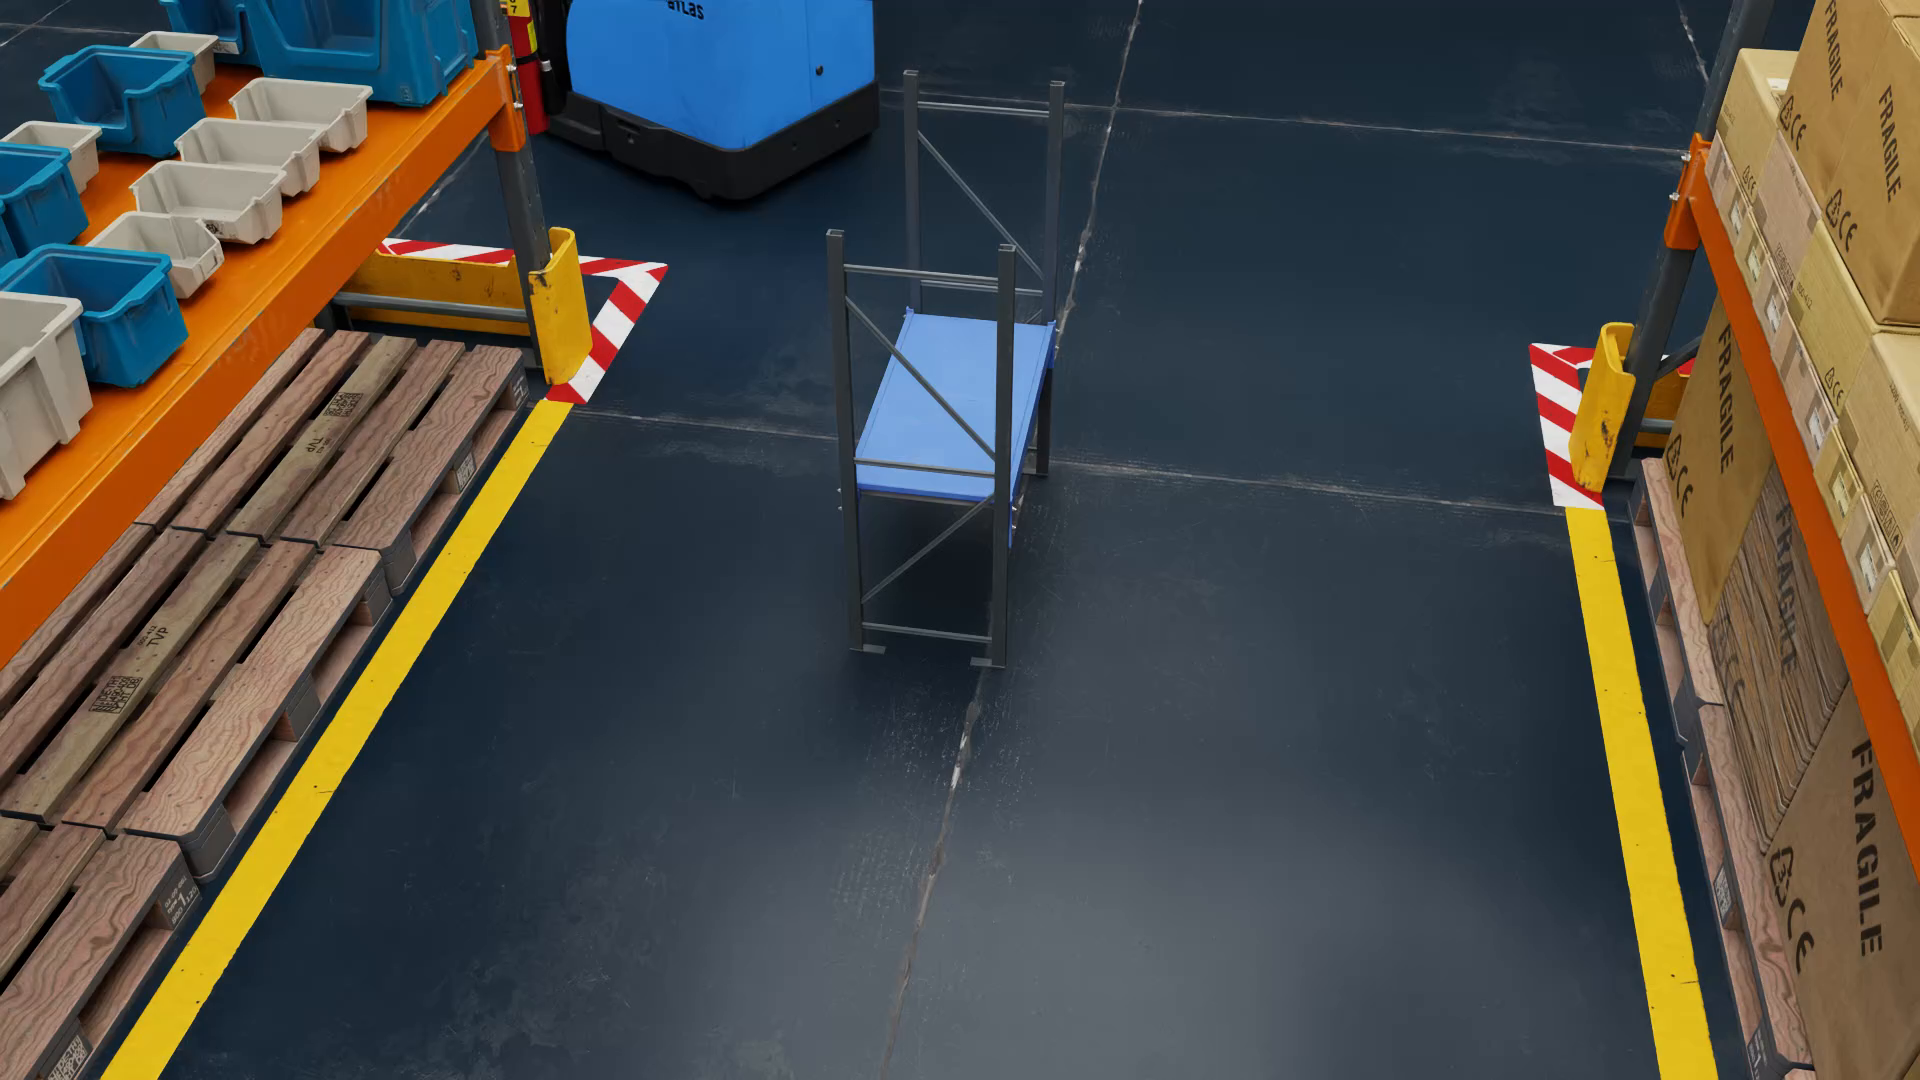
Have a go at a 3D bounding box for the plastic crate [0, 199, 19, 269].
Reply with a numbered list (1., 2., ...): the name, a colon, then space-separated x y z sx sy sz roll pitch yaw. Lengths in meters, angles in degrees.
1. plastic crate: -2.711 -0.734 4.368 0.416 0.233 0.300 6 40 8

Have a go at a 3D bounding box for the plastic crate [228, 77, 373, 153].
1. plastic crate: -2.027 -1.298 5.126 0.396 0.136 0.243 6 40 8

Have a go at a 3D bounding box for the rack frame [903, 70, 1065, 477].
1. rack frame: 0.073 -0.844 5.593 0.500 1.500 0.032 6 40 8

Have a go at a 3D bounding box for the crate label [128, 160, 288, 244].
1. crate label: -2.116 -0.941 4.693 0.396 0.136 0.243 6 40 8

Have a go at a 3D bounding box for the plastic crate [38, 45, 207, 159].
1. plastic crate: -2.546 -1.335 5.095 0.416 0.233 0.300 6 40 8

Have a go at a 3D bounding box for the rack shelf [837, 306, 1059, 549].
1. rack shelf: -0.015 -0.386 5.322 0.538 0.185 1.000 6 40 8

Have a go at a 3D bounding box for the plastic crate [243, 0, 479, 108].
1. plastic crate: -1.939 -1.715 5.395 0.616 0.435 0.499 6 40 8

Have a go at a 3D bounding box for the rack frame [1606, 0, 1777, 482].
1. rack frame: 2.814 -1.362 5.044 1.000 3.000 0.127 6 40 8

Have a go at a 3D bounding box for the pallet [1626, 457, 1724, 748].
1. pallet: 2.752 0.223 5.315 1.003 0.211 1.213 6 40 8

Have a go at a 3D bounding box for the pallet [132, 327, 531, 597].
1. pallet: -2.246 -0.321 5.972 1.003 0.211 1.213 6 40 8

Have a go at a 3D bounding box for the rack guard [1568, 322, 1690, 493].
1. rack guard: 2.818 -0.414 5.859 1.175 0.500 0.348 6 40 8

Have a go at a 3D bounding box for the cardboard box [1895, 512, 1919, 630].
1. cardboard box: 2.115 0.140 3.111 0.500 0.250 0.500 7 40 9

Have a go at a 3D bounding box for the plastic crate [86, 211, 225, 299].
1. plastic crate: -2.149 -0.753 4.466 0.298 0.136 0.250 6 40 8

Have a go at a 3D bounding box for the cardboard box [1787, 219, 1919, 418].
1. cardboard box: 2.291 -0.506 3.892 0.500 0.250 0.500 5 40 6

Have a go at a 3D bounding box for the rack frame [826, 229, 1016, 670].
1. rack frame: -0.103 -0.205 4.821 0.500 1.500 0.032 6 40 8

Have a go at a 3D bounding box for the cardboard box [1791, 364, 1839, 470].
1. cardboard box: 2.207 -0.272 3.922 0.380 0.149 0.250 6 40 7

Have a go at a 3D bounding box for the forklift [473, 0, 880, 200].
1. forklift: -1.868 -3.431 7.600 3.031 2.935 1.130 26 46 28

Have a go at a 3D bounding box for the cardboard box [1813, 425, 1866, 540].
1. cardboard box: 2.162 -0.114 3.731 0.380 0.149 0.250 5 40 7

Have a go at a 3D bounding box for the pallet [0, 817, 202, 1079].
1. pallet: -2.668 1.211 4.120 1.003 0.211 1.213 6 40 8

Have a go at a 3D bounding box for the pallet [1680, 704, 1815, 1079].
1. pallet: 2.539 0.986 4.392 1.003 0.211 1.213 6 40 8

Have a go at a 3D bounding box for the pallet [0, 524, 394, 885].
1. pallet: -2.459 0.443 5.049 1.003 0.211 1.213 6 40 8

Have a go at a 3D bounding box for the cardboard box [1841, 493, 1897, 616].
1. cardboard box: 2.119 0.051 3.531 0.380 0.149 0.250 7 40 8

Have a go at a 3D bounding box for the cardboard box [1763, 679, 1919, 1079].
1. cardboard box: 2.470 0.835 3.724 0.875 0.875 0.875 6 40 8

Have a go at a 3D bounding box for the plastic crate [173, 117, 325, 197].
1. plastic crate: -2.092 -1.118 4.908 0.396 0.136 0.243 6 40 8

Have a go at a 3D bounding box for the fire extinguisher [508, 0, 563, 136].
1. fire extinguisher: -1.591 -1.780 5.902 0.296 0.674 0.183 6 40 8

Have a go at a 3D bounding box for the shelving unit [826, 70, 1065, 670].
1. shelving unit: -0.015 -0.524 5.207 0.538 1.500 1.048 6 40 8

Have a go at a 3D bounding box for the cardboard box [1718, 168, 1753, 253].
1. cardboard box: 2.384 -0.918 4.703 0.380 0.149 0.250 6 40 7

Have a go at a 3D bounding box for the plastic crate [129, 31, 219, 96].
1. plastic crate: -2.569 -1.519 5.393 0.250 0.136 0.298 6 40 8

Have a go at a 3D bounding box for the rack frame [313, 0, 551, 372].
1. rack frame: -2.065 -1.909 5.704 1.000 3.000 0.127 6 40 8

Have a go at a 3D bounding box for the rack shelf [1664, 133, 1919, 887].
1. rack shelf: 2.468 0.170 3.755 1.077 0.370 4.000 6 40 8

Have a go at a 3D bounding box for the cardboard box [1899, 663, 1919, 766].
1. cardboard box: 2.029 0.371 3.144 0.380 0.149 0.250 7 40 9

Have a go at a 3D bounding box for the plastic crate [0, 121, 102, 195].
1. plastic crate: -2.686 -1.093 4.878 0.250 0.136 0.298 6 40 8

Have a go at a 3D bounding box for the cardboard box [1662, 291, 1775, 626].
1. cardboard box: 2.782 -0.295 5.091 0.875 0.875 0.875 6 40 8

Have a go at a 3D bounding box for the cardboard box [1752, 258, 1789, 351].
1. cardboard box: 2.296 -0.593 4.311 0.380 0.149 0.250 6 40 7

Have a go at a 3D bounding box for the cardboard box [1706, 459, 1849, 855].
1. cardboard box: 2.624 0.276 4.400 0.875 0.875 0.875 6 40 8

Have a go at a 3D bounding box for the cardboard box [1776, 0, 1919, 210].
1. cardboard box: 2.378 -1.123 4.050 0.500 0.500 0.500 5 40 7

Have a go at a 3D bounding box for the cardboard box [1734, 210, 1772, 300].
1. cardboard box: 2.340 -0.757 4.509 0.380 0.149 0.250 6 40 7

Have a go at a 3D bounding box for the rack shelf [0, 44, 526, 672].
1. rack shelf: -2.411 -0.376 4.415 1.077 0.370 4.000 6 40 8

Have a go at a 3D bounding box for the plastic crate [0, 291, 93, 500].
1. plastic crate: -2.311 -0.314 3.821 0.437 0.282 0.530 6 40 8

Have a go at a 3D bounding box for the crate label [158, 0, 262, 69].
1. crate label: -2.432 -1.748 5.595 0.416 0.233 0.303 6 40 8

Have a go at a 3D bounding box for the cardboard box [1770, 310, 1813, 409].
1. cardboard box: 2.251 -0.434 4.118 0.380 0.149 0.250 6 40 7

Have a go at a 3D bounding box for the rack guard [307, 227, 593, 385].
1. rack guard: -2.073 -0.962 6.521 1.175 0.500 0.348 6 40 8

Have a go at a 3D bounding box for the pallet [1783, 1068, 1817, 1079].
1. pallet: 2.330 1.754 3.463 1.003 0.211 1.213 6 40 8

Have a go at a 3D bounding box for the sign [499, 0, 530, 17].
1. sign: -1.520 -1.921 5.591 0.100 0.325 0.005 6 40 8

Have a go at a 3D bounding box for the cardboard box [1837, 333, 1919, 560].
1. cardboard box: 2.206 -0.178 3.495 0.500 0.250 0.500 6 40 7

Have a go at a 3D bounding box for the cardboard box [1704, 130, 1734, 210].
1. cardboard box: 2.427 -1.079 4.898 0.380 0.149 0.250 7 40 8

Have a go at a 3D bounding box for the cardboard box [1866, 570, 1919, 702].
1. cardboard box: 2.074 0.211 3.338 0.380 0.149 0.250 6 40 7

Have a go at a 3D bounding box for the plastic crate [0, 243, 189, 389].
1. plastic crate: -2.167 -0.550 4.145 0.416 0.233 0.300 6 40 8

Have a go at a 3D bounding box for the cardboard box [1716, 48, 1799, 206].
1. cardboard box: 2.465 -1.148 4.668 0.500 0.250 0.500 5 40 6

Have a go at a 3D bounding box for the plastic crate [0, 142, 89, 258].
1. plastic crate: -2.659 -0.922 4.596 0.416 0.233 0.300 6 40 8

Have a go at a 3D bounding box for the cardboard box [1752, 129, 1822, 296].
1. cardboard box: 2.381 -0.821 4.273 0.500 0.250 0.500 6 40 7

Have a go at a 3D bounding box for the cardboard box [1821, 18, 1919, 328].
1. cardboard box: 2.294 -0.797 3.656 0.500 0.500 0.500 5 40 6
